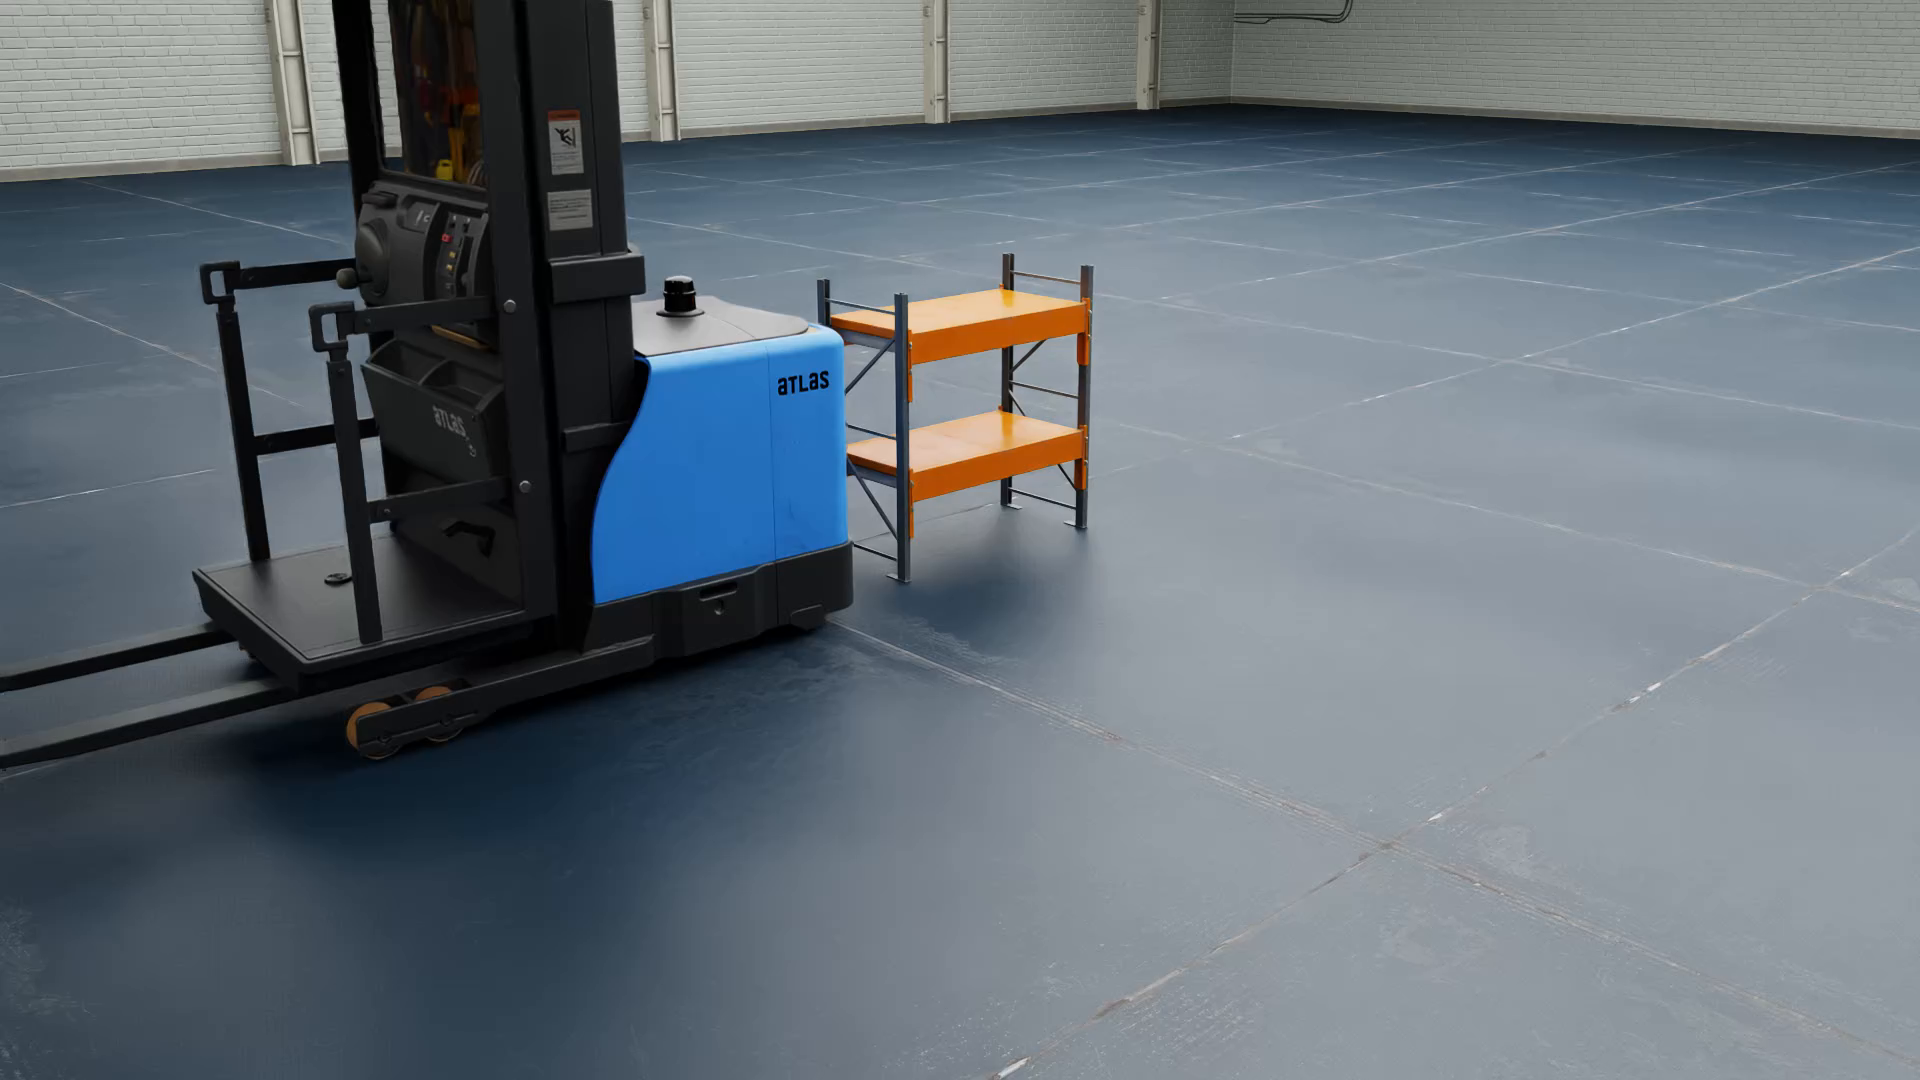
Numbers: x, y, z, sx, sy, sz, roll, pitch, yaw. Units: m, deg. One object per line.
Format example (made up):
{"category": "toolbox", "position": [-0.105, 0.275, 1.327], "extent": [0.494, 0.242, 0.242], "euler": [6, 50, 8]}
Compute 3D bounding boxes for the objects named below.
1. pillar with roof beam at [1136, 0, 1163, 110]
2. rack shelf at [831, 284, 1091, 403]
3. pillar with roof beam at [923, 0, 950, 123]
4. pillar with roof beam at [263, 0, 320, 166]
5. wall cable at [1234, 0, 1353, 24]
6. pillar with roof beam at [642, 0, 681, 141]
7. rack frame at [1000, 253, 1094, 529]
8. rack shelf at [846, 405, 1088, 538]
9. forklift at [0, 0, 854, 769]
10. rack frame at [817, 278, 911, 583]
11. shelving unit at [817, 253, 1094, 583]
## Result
{"category": "pillar with roof beam", "position": [6.891, -12.356, 30.505], "extent": [0.400, 9.000, 9.100], "euler": [-16, 24, -41]}
{"category": "rack shelf", "position": [-0.005, -0.812, 6.717], "extent": [1.000, 0.278, 0.538], "euler": [-16, 24, -41]}
{"category": "pillar with roof beam", "position": [2.531, -11.085, 26.583], "extent": [0.400, 9.000, 9.100], "euler": [-16, 24, -41]}
{"category": "pillar with roof beam", "position": [-6.188, -8.542, 18.741], "extent": [0.400, 9.000, 9.100], "euler": [-16, 24, -41]}
{"category": "wall cable", "position": [6.982, -12.172, 34.971], "extent": [0.112, 2.526, 3.097], "euler": [-16, 24, -41]}
{"category": "pillar with roof beam", "position": [-1.829, -9.814, 22.662], "extent": [0.400, 9.000, 9.100], "euler": [-16, 24, -41]}
{"category": "rack frame", "position": [0.364, -0.641, 7.139], "extent": [0.032, 1.125, 0.500], "euler": [-16, 24, -41]}
{"category": "rack shelf", "position": [-0.005, -0.301, 6.882], "extent": [1.000, 0.278, 0.538], "euler": [-16, 24, -41]}
{"category": "forklift", "position": [-1.845, -0.922, 5.076], "extent": [3.031, 2.935, 1.130], "euler": [-14, 23, -37]}
{"category": "rack frame", "position": [-0.374, -0.426, 6.475], "extent": [0.032, 1.125, 0.500], "euler": [-16, 24, -41]}
{"category": "shelving unit", "position": [-0.005, -0.534, 6.807], "extent": [1.048, 1.125, 0.538], "euler": [-16, 24, -41]}
